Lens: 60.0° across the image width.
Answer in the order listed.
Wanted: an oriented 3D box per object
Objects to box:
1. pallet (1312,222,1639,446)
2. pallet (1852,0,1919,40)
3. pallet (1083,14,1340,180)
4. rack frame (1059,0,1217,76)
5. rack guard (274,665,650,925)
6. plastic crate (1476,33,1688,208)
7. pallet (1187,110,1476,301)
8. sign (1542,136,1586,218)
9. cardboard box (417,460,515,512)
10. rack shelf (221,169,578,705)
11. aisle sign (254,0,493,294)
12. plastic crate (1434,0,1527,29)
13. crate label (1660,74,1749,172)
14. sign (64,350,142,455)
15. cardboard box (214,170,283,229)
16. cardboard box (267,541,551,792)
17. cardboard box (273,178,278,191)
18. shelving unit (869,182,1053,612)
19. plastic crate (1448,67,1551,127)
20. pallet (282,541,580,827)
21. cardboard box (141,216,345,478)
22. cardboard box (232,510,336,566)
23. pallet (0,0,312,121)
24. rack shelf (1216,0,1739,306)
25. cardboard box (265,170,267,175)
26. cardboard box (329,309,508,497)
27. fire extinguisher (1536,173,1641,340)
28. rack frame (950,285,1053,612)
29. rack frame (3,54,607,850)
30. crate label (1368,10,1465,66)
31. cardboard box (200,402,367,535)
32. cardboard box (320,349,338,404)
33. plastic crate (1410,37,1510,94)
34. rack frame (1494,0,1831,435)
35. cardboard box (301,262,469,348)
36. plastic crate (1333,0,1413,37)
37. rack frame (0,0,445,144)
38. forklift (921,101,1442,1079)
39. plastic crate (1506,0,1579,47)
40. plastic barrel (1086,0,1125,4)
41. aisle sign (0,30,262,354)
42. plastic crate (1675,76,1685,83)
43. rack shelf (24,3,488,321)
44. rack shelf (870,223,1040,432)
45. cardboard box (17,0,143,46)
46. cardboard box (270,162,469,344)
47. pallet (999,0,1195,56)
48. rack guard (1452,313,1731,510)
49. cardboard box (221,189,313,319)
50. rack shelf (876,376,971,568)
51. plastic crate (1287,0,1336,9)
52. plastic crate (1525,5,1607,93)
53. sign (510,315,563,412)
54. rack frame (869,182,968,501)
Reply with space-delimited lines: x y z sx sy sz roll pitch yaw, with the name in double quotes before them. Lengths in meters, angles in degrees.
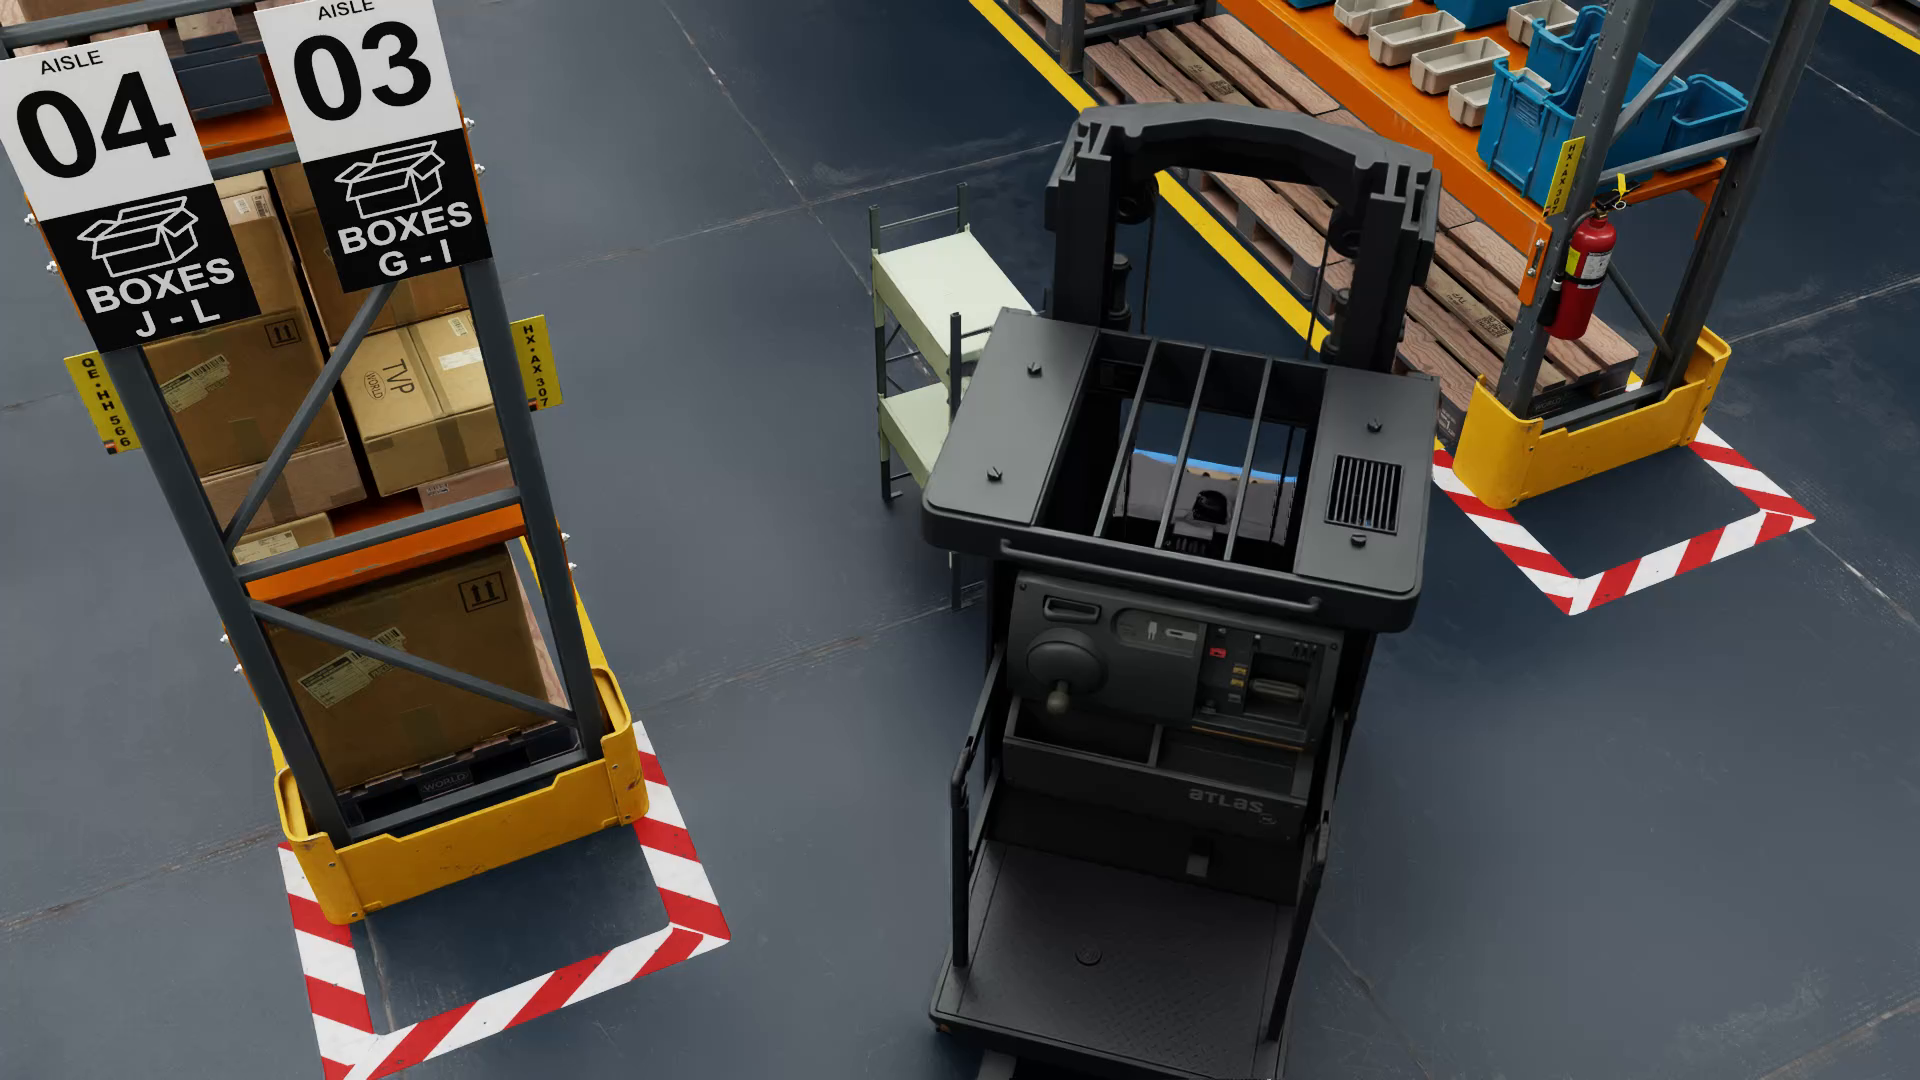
"pallet" 2.448 -1.021 8.003 1.003 0.211 1.213 -18 47 -17
"pallet" 6.378 -3.276 10.289 1.003 0.211 1.213 -18 47 -17
"pallet" 1.422 -2.575 9.579 1.003 0.211 1.213 -18 47 -17
"rack frame" 1.078 -4.025 9.063 1.000 3.000 0.127 -18 47 -17
"rack guard" -1.724 0.892 5.859 1.175 0.500 0.348 -18 47 -17
"plastic crate" 2.449 -1.668 6.606 0.616 0.435 0.499 -18 47 -17
"pallet" 1.939 -1.797 8.790 1.003 0.211 1.213 -18 47 -17
"sign" 2.267 -1.361 6.247 0.100 0.325 0.005 -18 47 -17
"cardboard box" -1.584 -0.248 5.413 0.380 0.149 0.250 -18 47 -17
"rack shelf" -2.575 -1.032 6.541 1.077 0.370 4.000 -18 47 -17
"aisle sign" -1.432 -0.982 4.127 0.394 0.787 0.004 -18 47 -17
"plastic crate" 2.401 -2.532 7.625 0.416 0.233 0.300 -18 47 -17
"crate label" 2.954 -1.692 6.775 0.416 0.233 0.303 -18 47 -17
"sign" -2.233 -0.359 4.354 0.100 0.325 0.005 -18 47 -17
"cardboard box" -2.829 -1.275 6.170 0.500 0.250 0.500 -18 47 -17
"cardboard box" -2.076 0.209 5.985 0.875 0.875 0.875 -18 47 -17
"cardboard box" -2.125 -1.366 5.728 0.500 0.500 0.500 -19 48 -18
"shelving unit" -0.003 -0.538 6.596 0.431 1.500 0.755 -18 47 -17
"plastic crate" 2.252 -1.870 7.023 0.396 0.136 0.243 -18 47 -17
"pallet" -2.142 0.493 6.469 1.003 0.211 1.213 -18 47 -17
"cardboard box" -2.178 -0.566 4.918 0.500 0.500 0.500 -17 47 -17
"cardboard box" -2.183 -0.054 5.216 0.380 0.149 0.250 -17 47 -17
"pallet" -2.056 -1.519 4.450 1.003 0.211 1.213 -18 47 -17
"rack shelf" 1.919 -2.495 8.024 1.077 0.370 4.000 -18 47 -17
"cardboard box" -3.029 -1.591 6.491 0.500 0.250 0.500 -17 47 -16
"cardboard box" -1.691 -0.452 5.336 0.500 0.250 0.500 -19 48 -18
"fire extinguisher" 2.411 -1.086 6.404 0.296 0.674 0.183 -18 47 -17
"rack frame" 0.151 -0.305 6.360 0.400 1.500 0.023 -18 47 -17
"rack frame" -1.734 -0.013 4.997 1.000 3.000 0.127 -18 47 -17
"crate label" 2.004 -2.229 7.387 0.396 0.136 0.243 -18 47 -17
"cardboard box" -2.179 -0.296 5.179 0.500 0.250 0.500 -19 48 -18
"cardboard box" -2.392 -0.620 5.506 0.500 0.250 0.500 -19 48 -18
"plastic crate" 2.144 -2.059 7.215 0.396 0.136 0.243 -18 47 -17
"rack frame" 2.759 -1.476 6.479 1.000 3.000 0.127 -18 47 -17
"cardboard box" -1.916 -0.781 5.670 0.500 0.250 0.500 -19 48 -18
"plastic crate" 1.863 -2.412 7.573 0.298 0.136 0.250 -18 47 -17
"rack frame" -1.734 -2.149 2.890 1.000 3.000 0.127 -18 47 -17
"forklift" 0.546 0.450 4.576 1.130 2.935 3.031 11 46 11
"plastic crate" 2.609 -2.319 7.479 0.250 0.136 0.298 -18 47 -17
"plastic barrel" 0.864 -3.779 10.009 0.600 0.901 0.708 -18 47 -17
"aisle sign" -1.976 -0.804 3.947 0.394 0.787 0.004 -18 47 -17
"plastic crate" 2.895 -1.887 7.041 0.250 0.136 0.298 -18 47 -17
"rack shelf" -2.575 -2.100 5.488 1.077 0.370 4.000 -18 47 -17
"rack shelf" -0.003 -0.816 6.322 0.431 0.370 0.720 -18 47 -17
"cardboard box" -2.002 -1.617 4.045 0.700 0.500 0.500 -21 48 -20
"cardboard box" -1.901 -1.037 5.395 0.500 0.500 0.500 -19 48 -18
"pallet" 0.791 -3.537 10.553 1.003 0.211 1.213 -18 47 -17
"rack guard" 2.781 -0.575 7.346 1.175 0.500 0.348 -18 47 -17
"cardboard box" -2.606 -0.944 5.835 0.500 0.250 0.500 -20 48 -19
"rack shelf" -0.003 -0.306 6.825 0.431 0.370 0.720 -18 47 -17
"plastic crate" 1.663 -2.671 7.767 0.416 0.233 0.300 -18 47 -17
"plastic crate" 2.678 -2.112 7.200 0.416 0.233 0.300 -18 47 -17
"sign" -1.228 -0.510 4.827 0.100 0.325 0.005 -18 47 -17
"rack frame" -0.157 -0.771 6.833 0.400 1.500 0.023 -18 47 -17
